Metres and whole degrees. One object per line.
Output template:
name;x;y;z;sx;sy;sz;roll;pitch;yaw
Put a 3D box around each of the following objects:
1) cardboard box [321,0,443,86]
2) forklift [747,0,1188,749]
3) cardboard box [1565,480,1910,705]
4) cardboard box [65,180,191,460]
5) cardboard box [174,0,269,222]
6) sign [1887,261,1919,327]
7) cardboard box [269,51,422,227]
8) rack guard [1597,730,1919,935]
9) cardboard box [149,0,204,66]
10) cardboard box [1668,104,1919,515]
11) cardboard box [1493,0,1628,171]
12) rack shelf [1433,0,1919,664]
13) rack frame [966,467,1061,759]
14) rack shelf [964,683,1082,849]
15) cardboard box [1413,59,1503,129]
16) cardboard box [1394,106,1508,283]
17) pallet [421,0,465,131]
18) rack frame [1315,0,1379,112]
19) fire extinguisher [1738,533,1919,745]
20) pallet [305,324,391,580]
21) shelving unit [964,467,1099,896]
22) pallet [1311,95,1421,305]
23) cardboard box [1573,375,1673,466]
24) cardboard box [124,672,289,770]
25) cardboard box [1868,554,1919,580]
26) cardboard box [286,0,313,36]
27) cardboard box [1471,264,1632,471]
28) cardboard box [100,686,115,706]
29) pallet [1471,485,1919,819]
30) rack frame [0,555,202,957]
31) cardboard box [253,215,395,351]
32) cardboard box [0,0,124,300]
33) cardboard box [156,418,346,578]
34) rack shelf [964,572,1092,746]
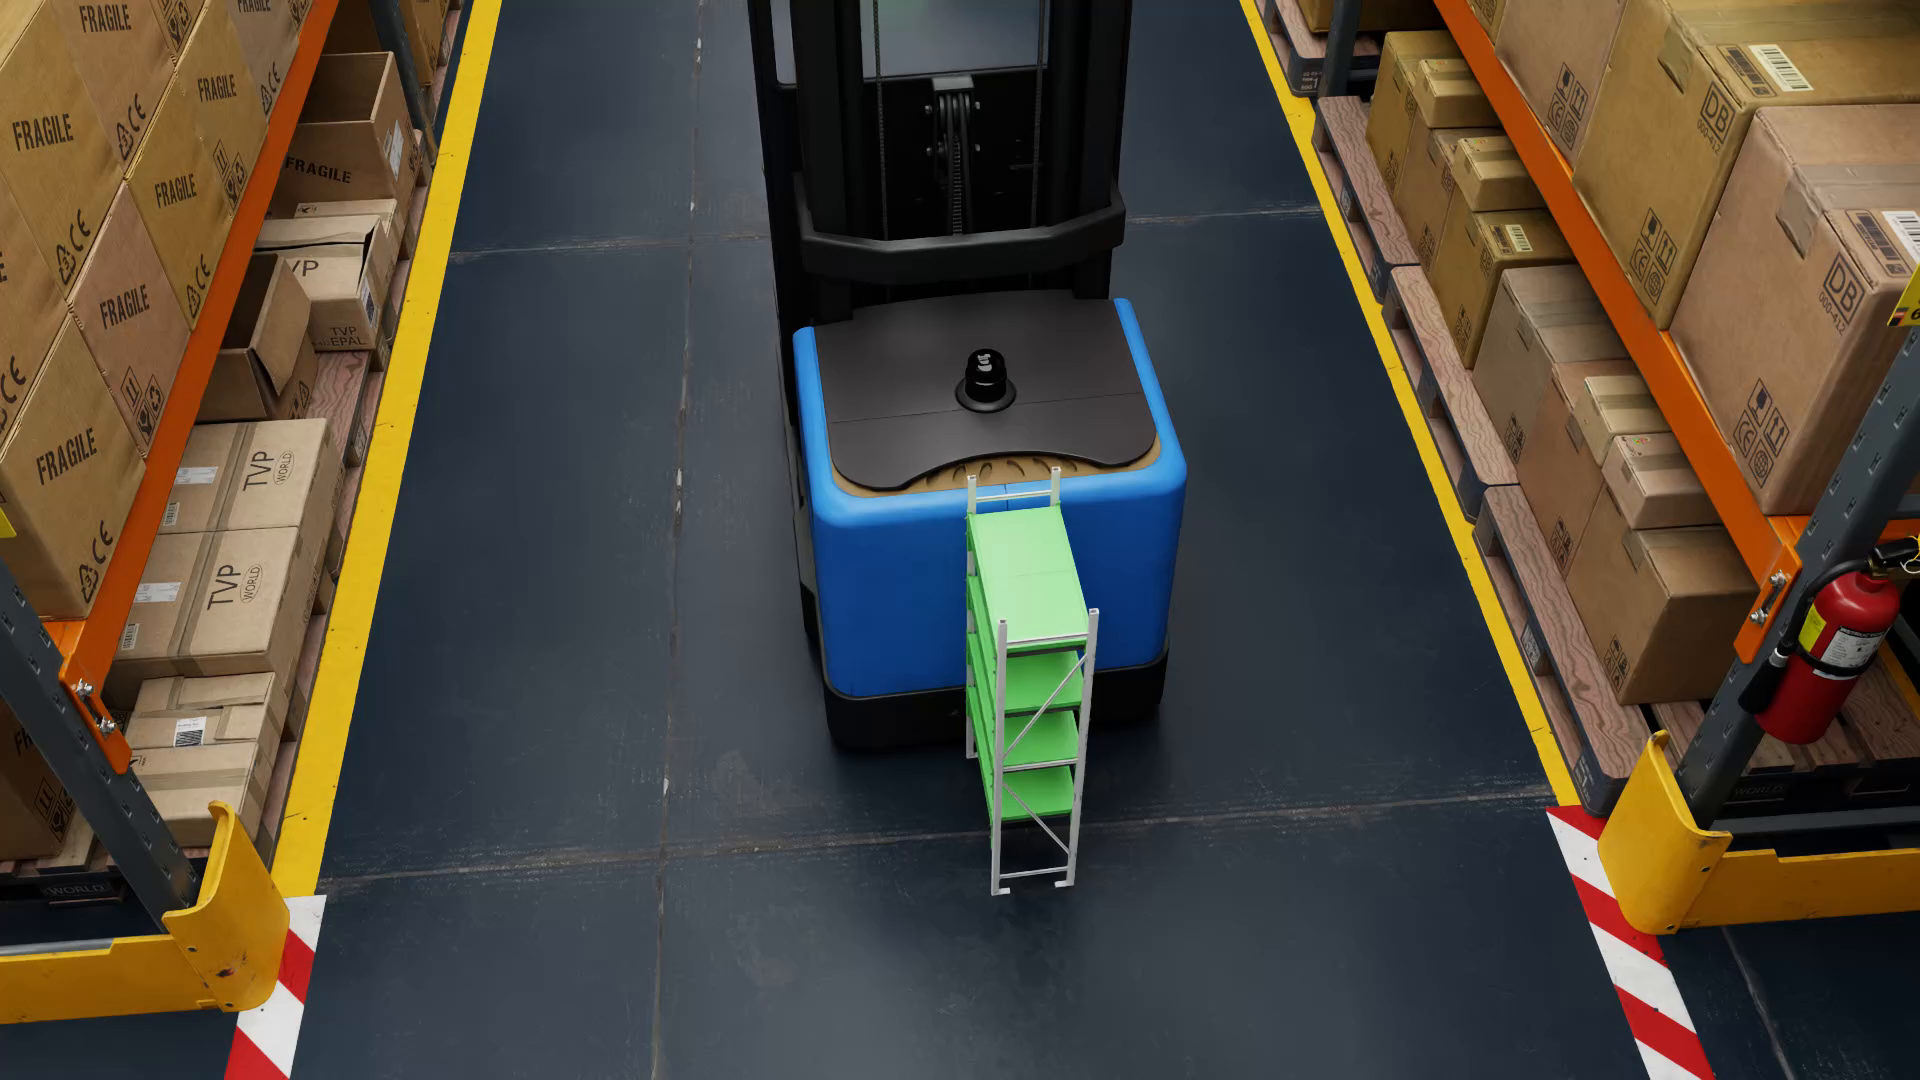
cardboard box;-2.606;-2.336;7.316;0.500;0.500;0.500;-5;47;-5
forklift;-0.090;-1.457;5.111;1.130;2.935;3.031;-6;47;-6
cardboard box;2.304;0.125;4.998;0.700;0.500;0.500;-3;47;-3
cardboard box;-2.296;-0.530;4.117;0.500;0.500;0.500;-4;47;-4
cardboard box;-2.376;-1.255;4.804;0.500;0.500;0.500;-3;47;-3
sign;1.921;-0.546;3.241;0.100;0.325;0.005;-3;47;-3
cardboard box;-2.478;-1.577;6.596;0.500;0.500;0.500;-3;47;-3
rack guard;2.465;0.787;4.660;1.175;0.500;0.348;-3;47;-3
cardboard box;-2.380;-1.609;4.450;0.500;0.500;0.500;-4;47;-4
cardboard box;2.410;-0.561;4.009;0.980;0.700;0.700;-2;47;-1
cardboard box;2.283;-1.639;5.030;0.980;0.700;0.700;-6;47;-5
rack shelf;2.295;-1.289;5.401;1.077;0.370;4.000;-3;47;-3
rack frame;0.139;0.242;4.695;0.240;1.200;0.015;-6;47;-6
rack shelf;0.174;0.626;4.749;0.258;0.148;0.480;-6;47;-6
cardboard box;1.935;-1.685;6.266;0.380;0.149;0.250;-2;47;-2
cardboard box;2.127;-1.358;6.402;0.700;0.500;0.500;-4;47;-4
pallet;-2.914;-2.307;7.790;1.003;0.211;1.213;-3;47;-3
rack frame;2.128;-2.984;6.510;1.000;3.000;0.127;-3;47;-3
fire extinguisher;2.015;0.202;3.803;0.296;0.674;0.183;-3;47;-3
pallet;-2.647;-0.339;5.926;1.003;0.211;1.213;-3;47;-3
shelving unit;0.174;0.417;4.529;0.258;1.200;0.503;-6;47;-6
pallet;2.113;-1.470;6.997;1.003;0.211;1.213;-3;47;-3
cardboard box;2.090;-0.365;5.015;0.380;0.149;0.250;-2;47;-2
cardboard box;-2.187;0.532;4.828;0.380;0.166;0.250;-3;47;-3
cardboard box;2.514;-0.020;4.688;0.380;0.149;0.250;-3;47;-3
cardboard box;-2.466;-1.995;5.505;0.500;0.500;0.500;-2;47;-2
cardboard box;2.220;-0.601;5.685;0.700;0.500;0.500;-5;47;-5
cardboard box;-2.709;0.360;4.991;0.380;0.166;0.250;-3;47;-3
pallet;2.318;0.295;5.325;1.003;0.211;1.213;-3;47;-3
rack frame;-2.473;0.214;3.481;1.000;3.000;0.127;-3;47;-3
cardboard box;-2.415;-0.969;6.151;0.500;0.311;0.500;-3;47;-3
cardboard box;-2.299;-0.879;3.759;0.500;0.500;0.500;-3;47;-3
cardboard box;-2.320;-0.126;5.394;0.500;0.250;0.500;-3;47;-3
rack shelf;0.174;0.296;4.401;0.258;0.148;0.480;-6;47;-6
